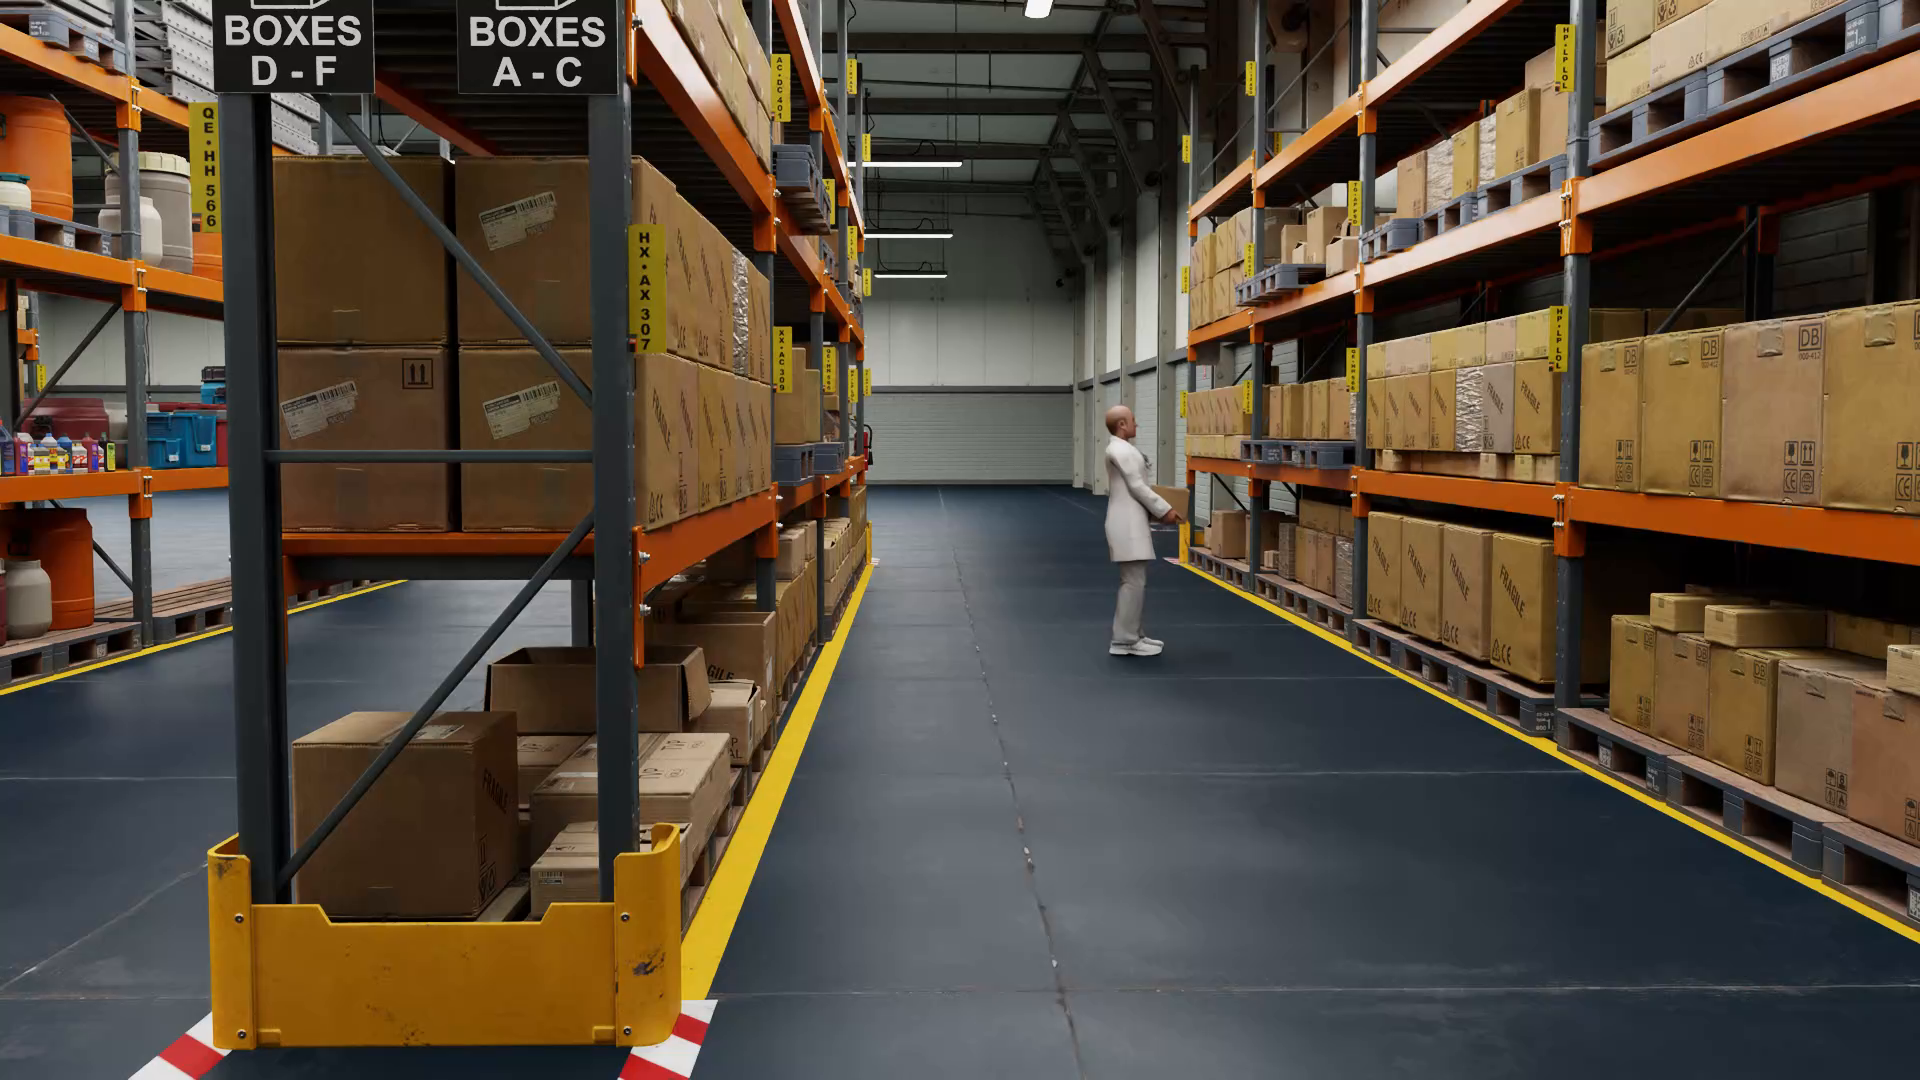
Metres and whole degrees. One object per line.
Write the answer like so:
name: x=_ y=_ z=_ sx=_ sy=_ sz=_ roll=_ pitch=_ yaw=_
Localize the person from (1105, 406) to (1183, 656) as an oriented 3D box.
person: x=1.304 y=-0.074 z=11.902 sx=0.552 sy=1.772 sz=0.529 roll=0 pitch=4 yaw=0
